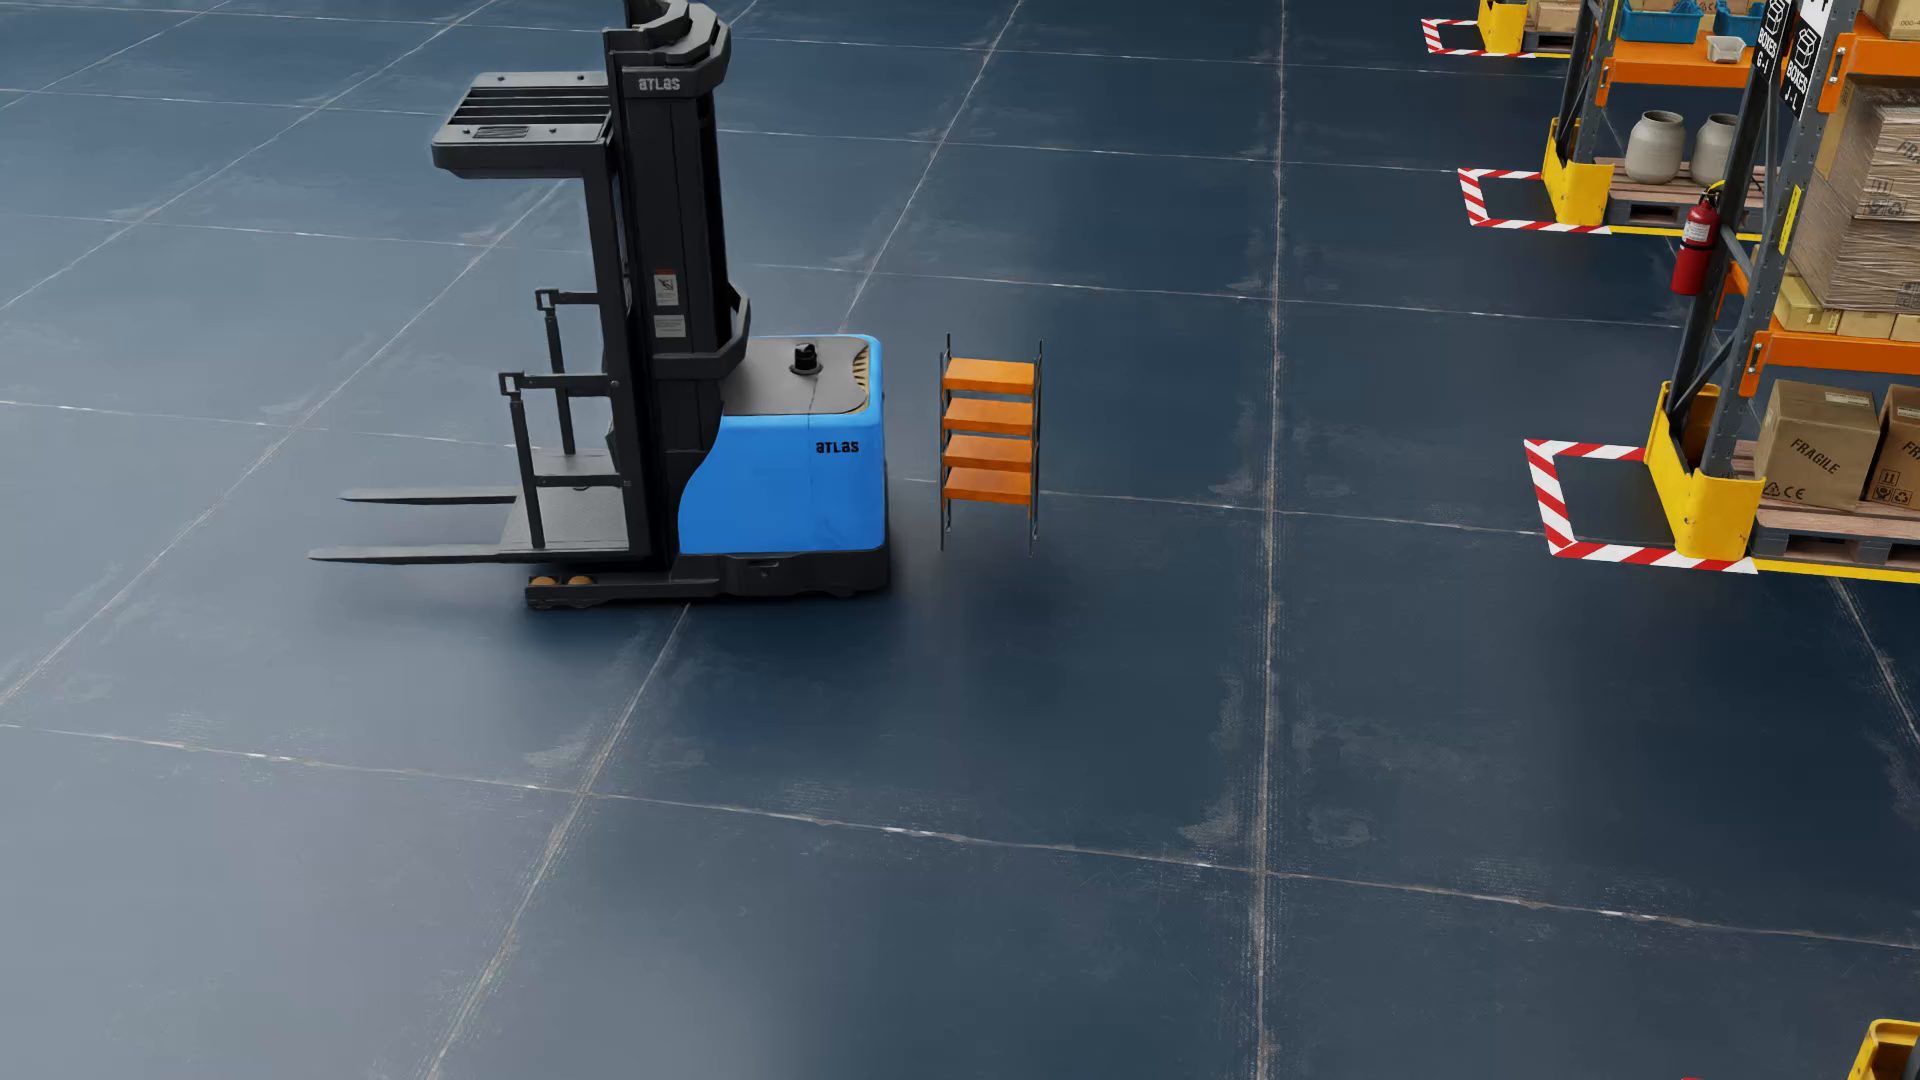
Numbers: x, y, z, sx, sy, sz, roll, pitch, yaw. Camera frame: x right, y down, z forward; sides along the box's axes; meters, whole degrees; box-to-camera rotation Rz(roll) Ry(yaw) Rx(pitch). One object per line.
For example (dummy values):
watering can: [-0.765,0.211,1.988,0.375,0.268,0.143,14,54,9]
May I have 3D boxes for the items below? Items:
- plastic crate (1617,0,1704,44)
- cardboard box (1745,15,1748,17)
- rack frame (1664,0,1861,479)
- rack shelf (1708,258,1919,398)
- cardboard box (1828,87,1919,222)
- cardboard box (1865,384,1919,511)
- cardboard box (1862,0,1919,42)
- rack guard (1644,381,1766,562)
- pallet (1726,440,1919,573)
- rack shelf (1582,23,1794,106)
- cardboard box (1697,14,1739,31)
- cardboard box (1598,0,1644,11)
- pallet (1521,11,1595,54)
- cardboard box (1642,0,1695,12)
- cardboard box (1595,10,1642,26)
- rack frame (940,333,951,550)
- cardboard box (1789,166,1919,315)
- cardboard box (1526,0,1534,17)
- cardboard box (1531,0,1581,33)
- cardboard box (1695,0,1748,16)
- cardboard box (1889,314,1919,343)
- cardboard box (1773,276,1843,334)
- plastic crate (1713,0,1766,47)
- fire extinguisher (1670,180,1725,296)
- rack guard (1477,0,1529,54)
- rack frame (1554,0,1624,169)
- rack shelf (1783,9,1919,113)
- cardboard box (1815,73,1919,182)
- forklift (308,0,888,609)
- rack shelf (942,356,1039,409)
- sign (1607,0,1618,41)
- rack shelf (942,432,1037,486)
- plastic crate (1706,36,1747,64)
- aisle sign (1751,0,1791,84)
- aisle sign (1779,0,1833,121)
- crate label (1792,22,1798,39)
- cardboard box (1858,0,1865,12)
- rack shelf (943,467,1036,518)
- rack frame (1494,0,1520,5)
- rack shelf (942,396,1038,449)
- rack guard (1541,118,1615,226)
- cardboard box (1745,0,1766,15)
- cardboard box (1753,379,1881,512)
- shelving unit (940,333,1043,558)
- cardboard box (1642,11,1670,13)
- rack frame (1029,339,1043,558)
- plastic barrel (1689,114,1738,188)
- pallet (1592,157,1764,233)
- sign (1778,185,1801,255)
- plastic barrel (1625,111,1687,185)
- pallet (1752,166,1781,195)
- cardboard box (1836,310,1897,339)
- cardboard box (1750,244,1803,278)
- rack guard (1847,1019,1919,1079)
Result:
plastic crate: [5.506,-4.115,13.137,0.616,0.251,0.499,5,32,8]
cardboard box: [8.262,-5.325,17.127,0.500,0.250,0.500,5,32,8]
rack frame: [4.129,-1.476,8.780,0.127,3.000,1.000,5,32,8]
rack shelf: [6.101,-0.992,8.686,4.000,0.370,1.077,5,32,8]
cardboard box: [4.626,-1.876,8.103,0.500,0.500,0.500,5,32,8]
cardboard box: [5.337,-0.494,9.172,0.500,0.500,0.500,14,35,21]
cardboard box: [4.561,-2.505,7.739,0.500,0.250,0.500,6,33,10]
rack guard: [4.204,-0.409,9.433,0.348,0.500,1.175,5,32,8]
pallet: [4.999,-0.196,9.364,1.213,0.211,1.003,5,32,8]
rack shelf: [6.934,-3.582,12.824,4.000,0.370,1.077,5,32,8]
cardboard box: [7.769,-5.370,17.197,0.500,0.250,0.500,5,32,8]
cardboard box: [6.784,-5.779,17.144,0.500,0.500,0.500,5,32,8]
pallet: [6.561,-5.428,17.723,1.213,0.211,1.003,5,32,8]
cardboard box: [7.279,-5.741,17.083,0.500,0.500,0.500,5,32,8]
cardboard box: [6.784,-5.462,17.344,0.500,0.250,0.500,5,32,8]
rack frame: [-0.077,-0.516,8.943,0.015,1.200,0.240,5,32,8]
cardboard box: [4.667,-1.581,8.573,0.500,0.500,0.875,5,32,8]
cardboard box: [6.378,-5.775,17.845,0.500,0.250,0.500,5,32,8]
cardboard box: [6.291,-5.505,17.413,0.500,0.250,0.500,5,32,8]
cardboard box: [7.769,-5.687,16.998,0.500,0.500,0.500,5,32,8]
cardboard box: [4.857,-1.156,8.507,0.250,0.149,0.380,5,32,8]
cardboard box: [4.370,-1.219,8.607,0.250,0.149,0.380,5,32,8]
plastic crate: [6.146,-4.054,13.039,0.408,0.251,0.499,5,32,8]
fire extinguisher: [4.094,-1.694,9.202,0.183,0.674,0.296,5,32,8]
rack guard: [5.776,-5.599,17.724,0.348,0.500,1.175,5,32,8]
rack frame: [4.963,-4.066,12.919,0.127,3.000,1.000,5,32,8]
rack shelf: [6.101,-2.264,7.890,4.000,0.370,1.077,5,32,8]
cardboard box: [4.713,-2.148,8.537,0.500,0.500,0.500,5,32,8]
forklift: [-1.909,-1.169,8.355,3.031,2.935,1.130,-1,32,-2]
rack shelf: [0.163,-0.827,8.700,0.480,0.148,0.258,5,32,8]
sign: [4.866,-3.896,12.386,0.005,0.325,0.100,5,32,8]
rack shelf: [0.163,-0.437,8.944,0.480,0.148,0.258,5,32,8]
plastic crate: [5.791,-3.706,12.592,0.250,0.136,0.298,5,32,8]
aisle sign: [4.119,-2.740,8.350,0.004,0.787,0.394,5,32,8]
aisle sign: [4.018,-2.426,7.849,0.004,0.787,0.394,5,32,8]
crate label: [6.822,-4.058,12.873,0.616,0.435,0.502,5,32,8]
cardboard box: [4.647,-2.773,8.168,0.500,0.250,0.500,6,33,9]
rack shelf: [0.163,-0.268,9.049,0.480,0.148,0.258,5,32,8]
rack frame: [5.800,-6.656,17.057,0.127,3.000,1.000,5,32,8]
rack shelf: [0.163,-0.626,8.825,0.480,0.148,0.258,5,32,8]
rack guard: [5.045,-3.024,13.610,0.348,0.500,1.175,5,32,8]
cardboard box: [8.264,-5.650,16.938,0.500,0.500,0.500,5,32,8]
cardboard box: [4.742,-0.529,9.229,0.500,0.500,0.500,11,34,17]
shelving unit: [0.163,-0.494,8.908,0.503,1.200,0.258,5,32,8]
cardboard box: [7.277,-5.417,17.273,0.500,0.250,0.500,5,32,8]
rack frame: [0.404,-0.472,8.873,0.015,1.200,0.240,5,32,8]
plastic barrel: [6.118,-3.126,13.366,0.421,0.512,0.421,0,32,0]
pallet: [5.845,-2.826,13.567,1.213,0.211,1.003,5,32,8]
sign: [4.038,-1.559,8.097,0.005,0.325,0.100,5,32,8]
plastic barrel: [5.624,-3.171,13.437,0.421,0.512,0.421,0,32,0]
pallet: [7.044,-2.716,13.391,1.213,0.211,1.003,5,32,8]
cardboard box: [4.613,-1.187,8.555,0.250,0.149,0.380,5,32,8]
cardboard box: [4.445,-1.452,8.979,0.250,0.149,0.380,5,32,8]
rack guard: [3.172,2.167,5.317,0.348,0.500,1.175,5,32,8]
